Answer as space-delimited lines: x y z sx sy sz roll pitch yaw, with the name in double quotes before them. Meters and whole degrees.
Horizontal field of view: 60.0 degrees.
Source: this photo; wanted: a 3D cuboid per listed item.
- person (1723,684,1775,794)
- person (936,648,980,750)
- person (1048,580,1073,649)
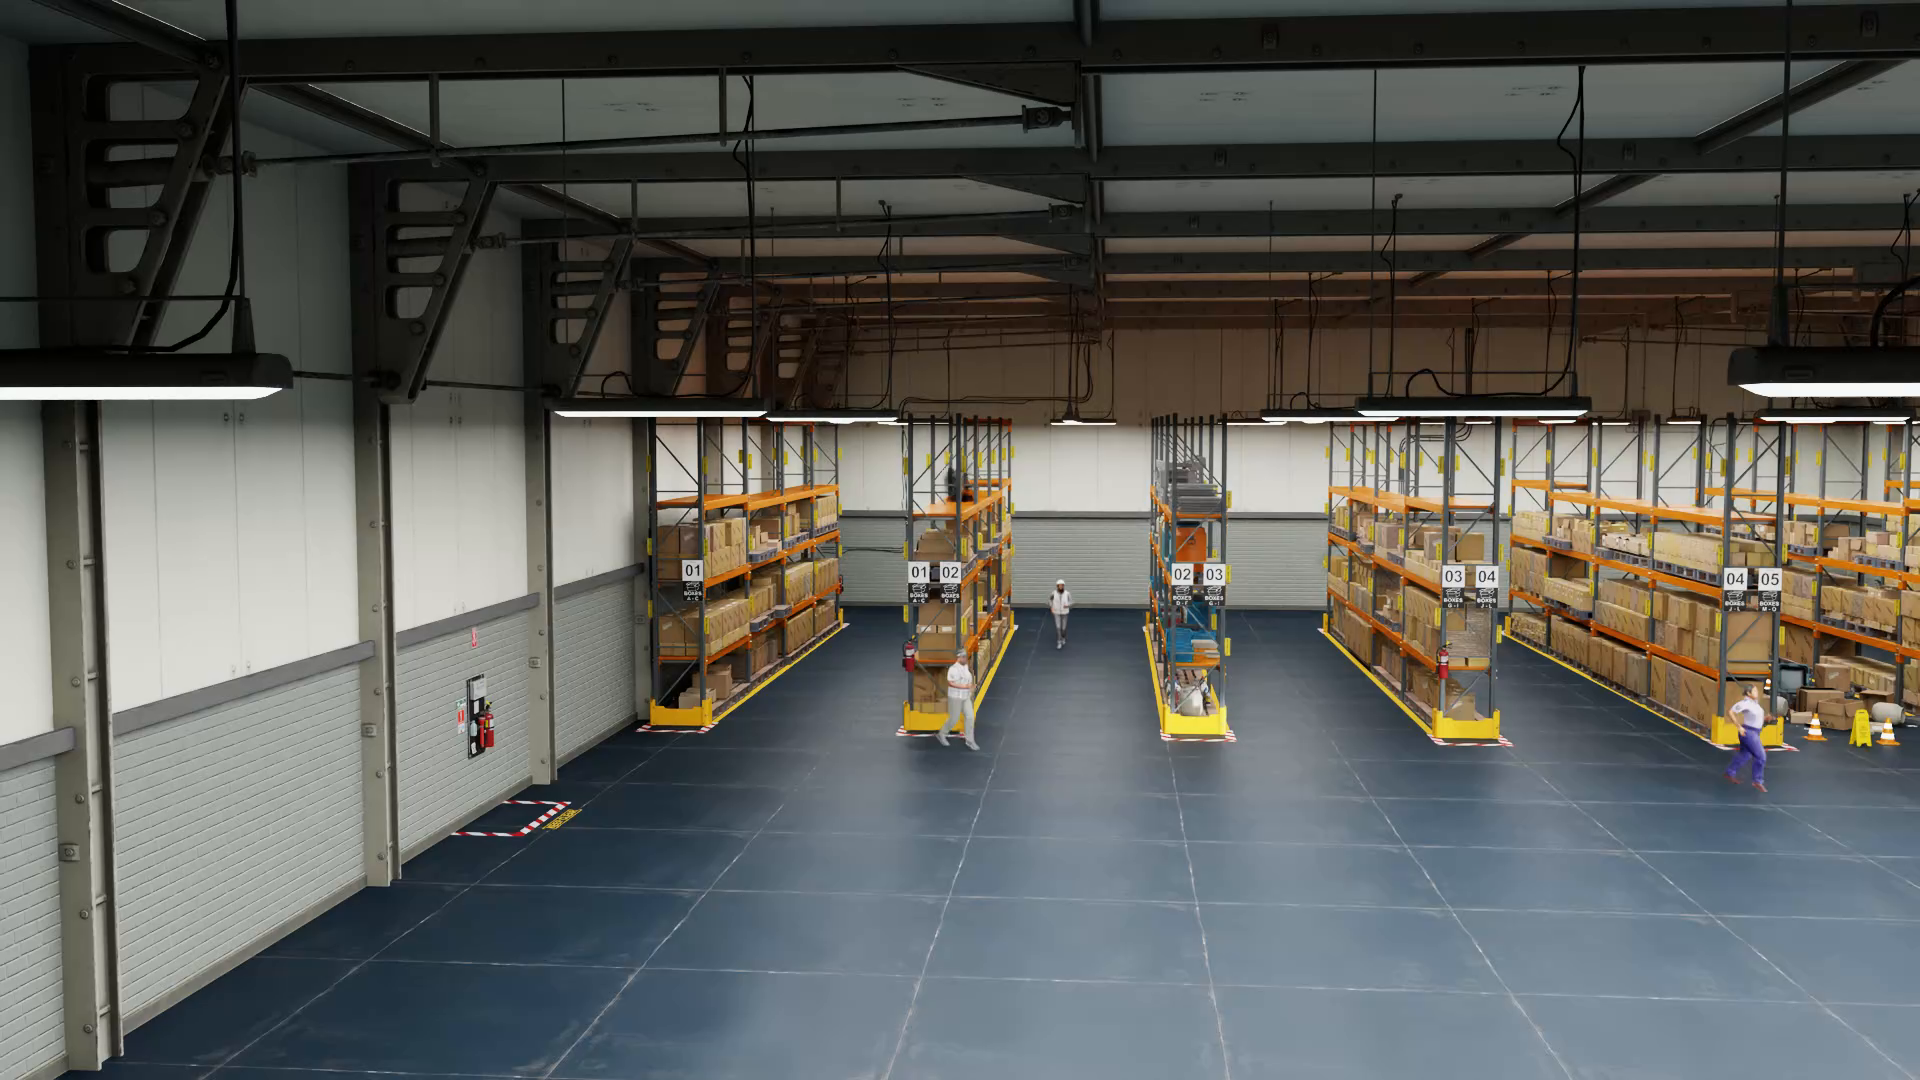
"person" 12.485 3.142 26.340 0.764 1.690 0.579 3 5 38
"person" -0.022 2.838 29.736 0.846 1.829 0.681 3 5 35
"person" 2.622 1.919 43.368 0.662 1.779 0.829 0 4 1
